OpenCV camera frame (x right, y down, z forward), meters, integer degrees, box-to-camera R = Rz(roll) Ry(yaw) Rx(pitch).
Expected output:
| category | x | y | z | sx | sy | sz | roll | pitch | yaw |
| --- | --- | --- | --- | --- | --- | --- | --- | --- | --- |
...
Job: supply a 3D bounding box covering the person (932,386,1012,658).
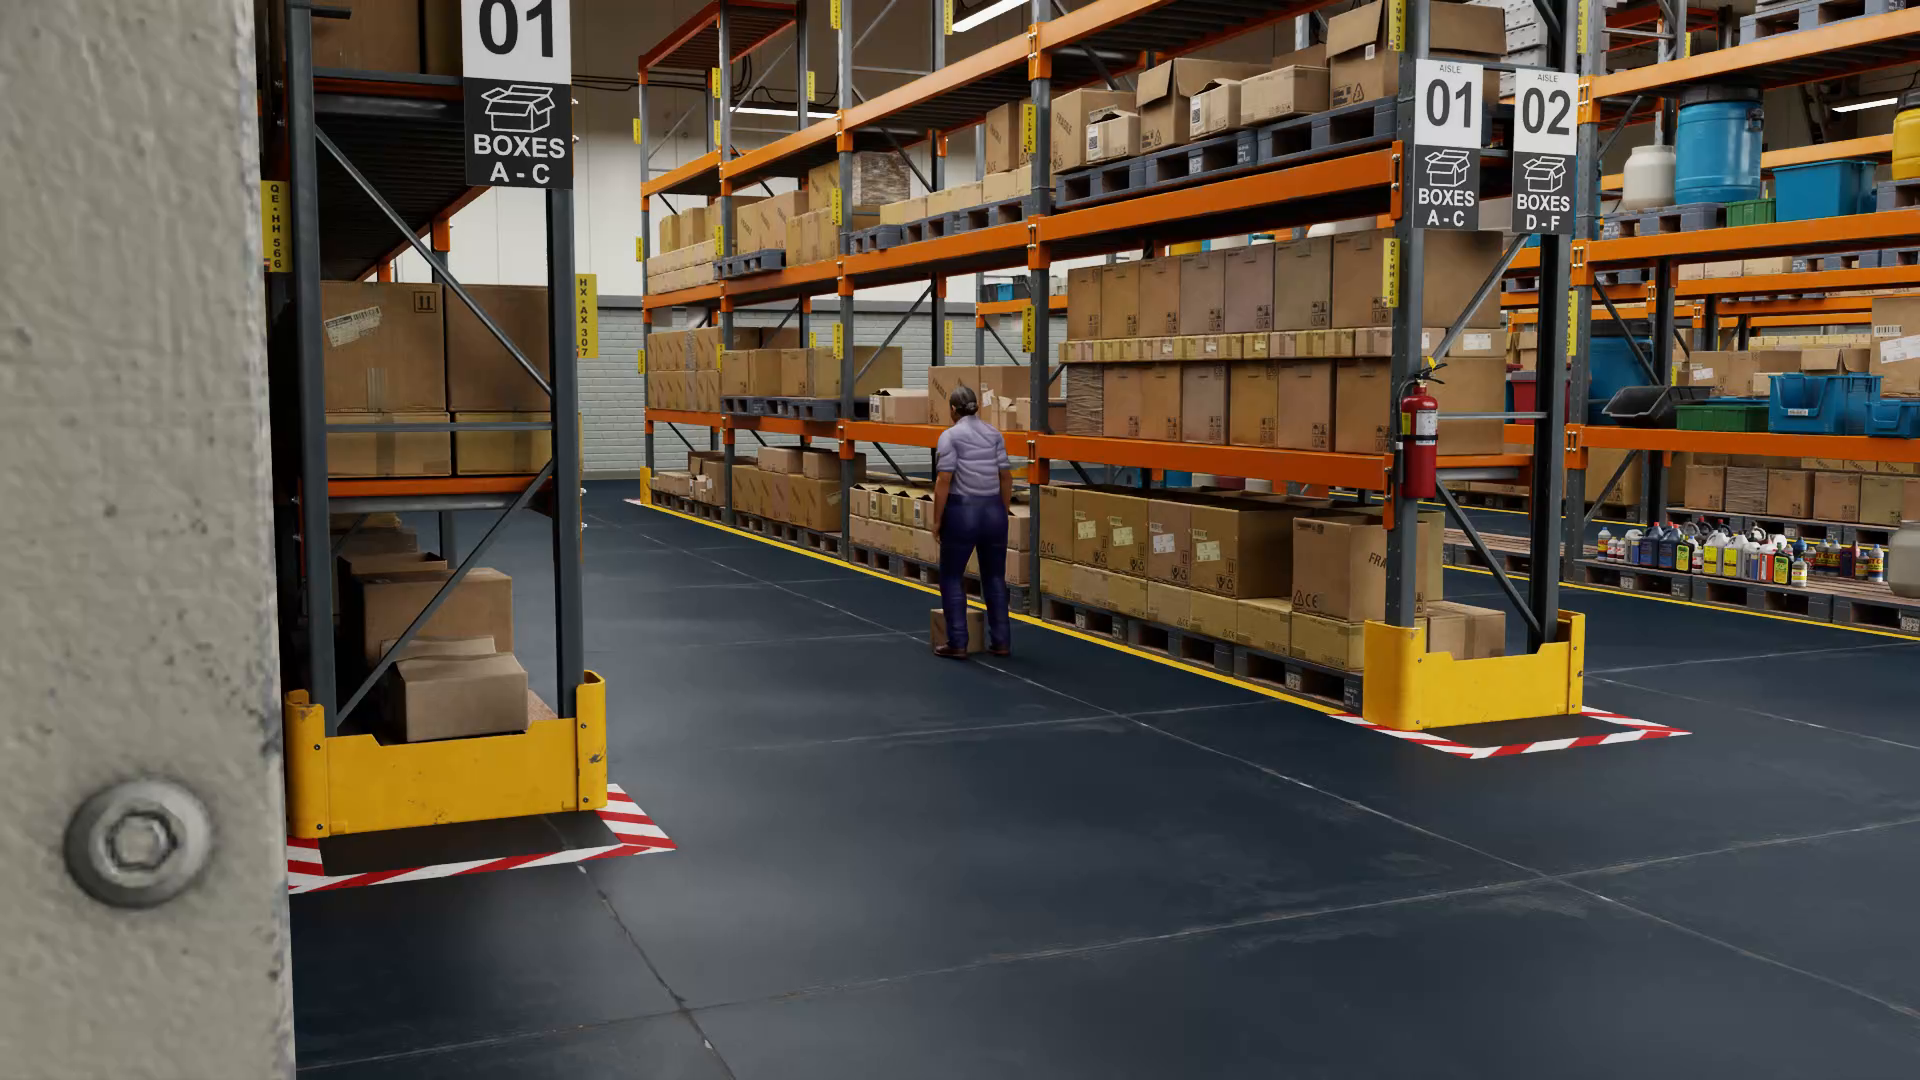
| category | x | y | z | sx | sy | sz | roll | pitch | yaw |
| --- | --- | --- | --- | --- | --- | --- | --- | --- | --- |
| person | 0.081 | -0.109 | 10.120 | 0.556 | 1.651 | 0.376 | -3 | 6 | -26 |
